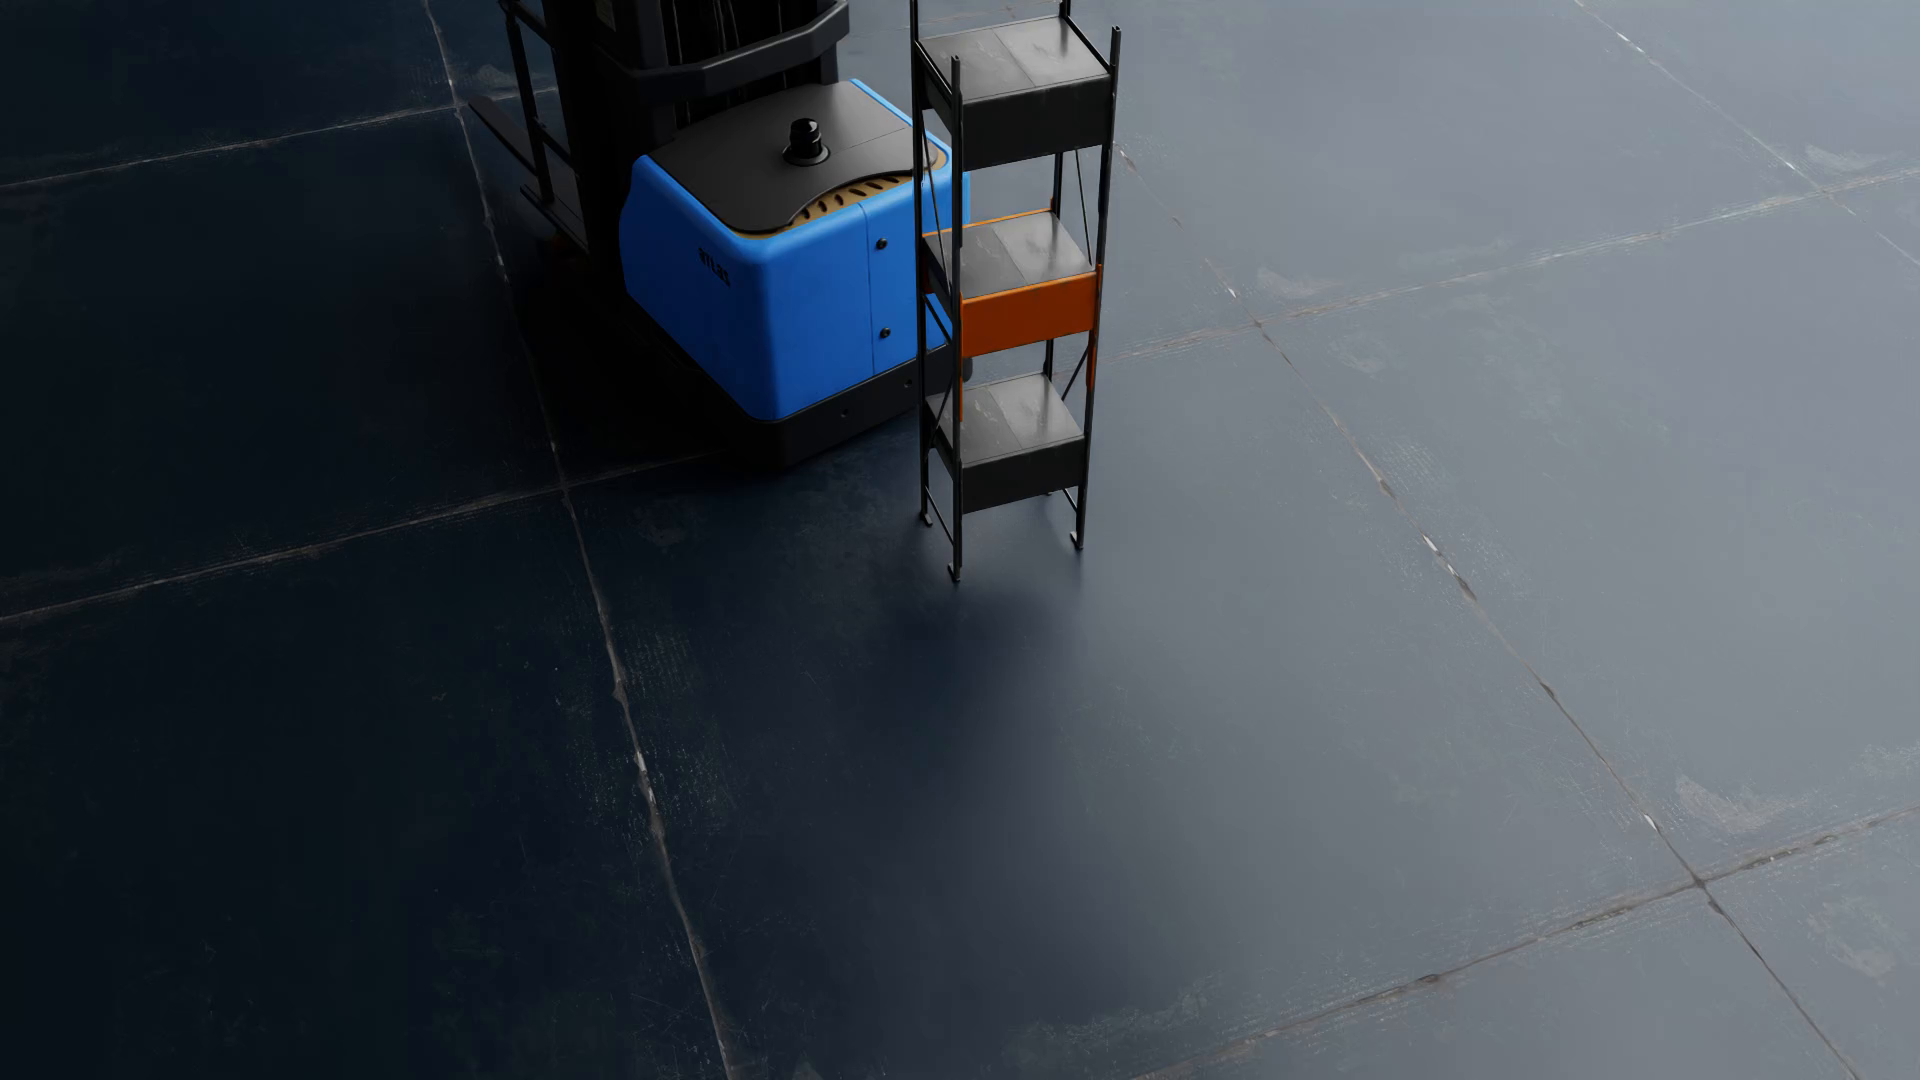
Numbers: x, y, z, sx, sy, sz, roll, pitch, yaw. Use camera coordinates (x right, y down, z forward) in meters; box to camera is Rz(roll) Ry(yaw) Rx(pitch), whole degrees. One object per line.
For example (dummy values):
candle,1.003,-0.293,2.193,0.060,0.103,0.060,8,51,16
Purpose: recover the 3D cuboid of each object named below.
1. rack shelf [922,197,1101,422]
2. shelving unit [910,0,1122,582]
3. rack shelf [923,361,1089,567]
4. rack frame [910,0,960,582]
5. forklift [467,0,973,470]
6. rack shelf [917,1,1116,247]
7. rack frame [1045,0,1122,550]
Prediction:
rack shelf,0.156,-0.771,5.556,0.480,0.518,0.431,-14,47,-14
shelving unit,0.156,-0.781,5.546,0.503,2.100,0.431,-14,47,-14
rack shelf,0.156,-0.277,6.051,0.480,0.518,0.431,-14,47,-14
rack frame,-0.074,-0.722,5.487,0.015,2.100,0.400,-14,47,-14
forklift,-1.226,-2.305,6.478,1.130,2.935,3.031,-28,51,-25
rack shelf,0.156,-1.266,5.060,0.480,0.518,0.431,-14,47,-14
rack frame,0.385,-0.840,5.604,0.015,2.100,0.400,-14,47,-14
